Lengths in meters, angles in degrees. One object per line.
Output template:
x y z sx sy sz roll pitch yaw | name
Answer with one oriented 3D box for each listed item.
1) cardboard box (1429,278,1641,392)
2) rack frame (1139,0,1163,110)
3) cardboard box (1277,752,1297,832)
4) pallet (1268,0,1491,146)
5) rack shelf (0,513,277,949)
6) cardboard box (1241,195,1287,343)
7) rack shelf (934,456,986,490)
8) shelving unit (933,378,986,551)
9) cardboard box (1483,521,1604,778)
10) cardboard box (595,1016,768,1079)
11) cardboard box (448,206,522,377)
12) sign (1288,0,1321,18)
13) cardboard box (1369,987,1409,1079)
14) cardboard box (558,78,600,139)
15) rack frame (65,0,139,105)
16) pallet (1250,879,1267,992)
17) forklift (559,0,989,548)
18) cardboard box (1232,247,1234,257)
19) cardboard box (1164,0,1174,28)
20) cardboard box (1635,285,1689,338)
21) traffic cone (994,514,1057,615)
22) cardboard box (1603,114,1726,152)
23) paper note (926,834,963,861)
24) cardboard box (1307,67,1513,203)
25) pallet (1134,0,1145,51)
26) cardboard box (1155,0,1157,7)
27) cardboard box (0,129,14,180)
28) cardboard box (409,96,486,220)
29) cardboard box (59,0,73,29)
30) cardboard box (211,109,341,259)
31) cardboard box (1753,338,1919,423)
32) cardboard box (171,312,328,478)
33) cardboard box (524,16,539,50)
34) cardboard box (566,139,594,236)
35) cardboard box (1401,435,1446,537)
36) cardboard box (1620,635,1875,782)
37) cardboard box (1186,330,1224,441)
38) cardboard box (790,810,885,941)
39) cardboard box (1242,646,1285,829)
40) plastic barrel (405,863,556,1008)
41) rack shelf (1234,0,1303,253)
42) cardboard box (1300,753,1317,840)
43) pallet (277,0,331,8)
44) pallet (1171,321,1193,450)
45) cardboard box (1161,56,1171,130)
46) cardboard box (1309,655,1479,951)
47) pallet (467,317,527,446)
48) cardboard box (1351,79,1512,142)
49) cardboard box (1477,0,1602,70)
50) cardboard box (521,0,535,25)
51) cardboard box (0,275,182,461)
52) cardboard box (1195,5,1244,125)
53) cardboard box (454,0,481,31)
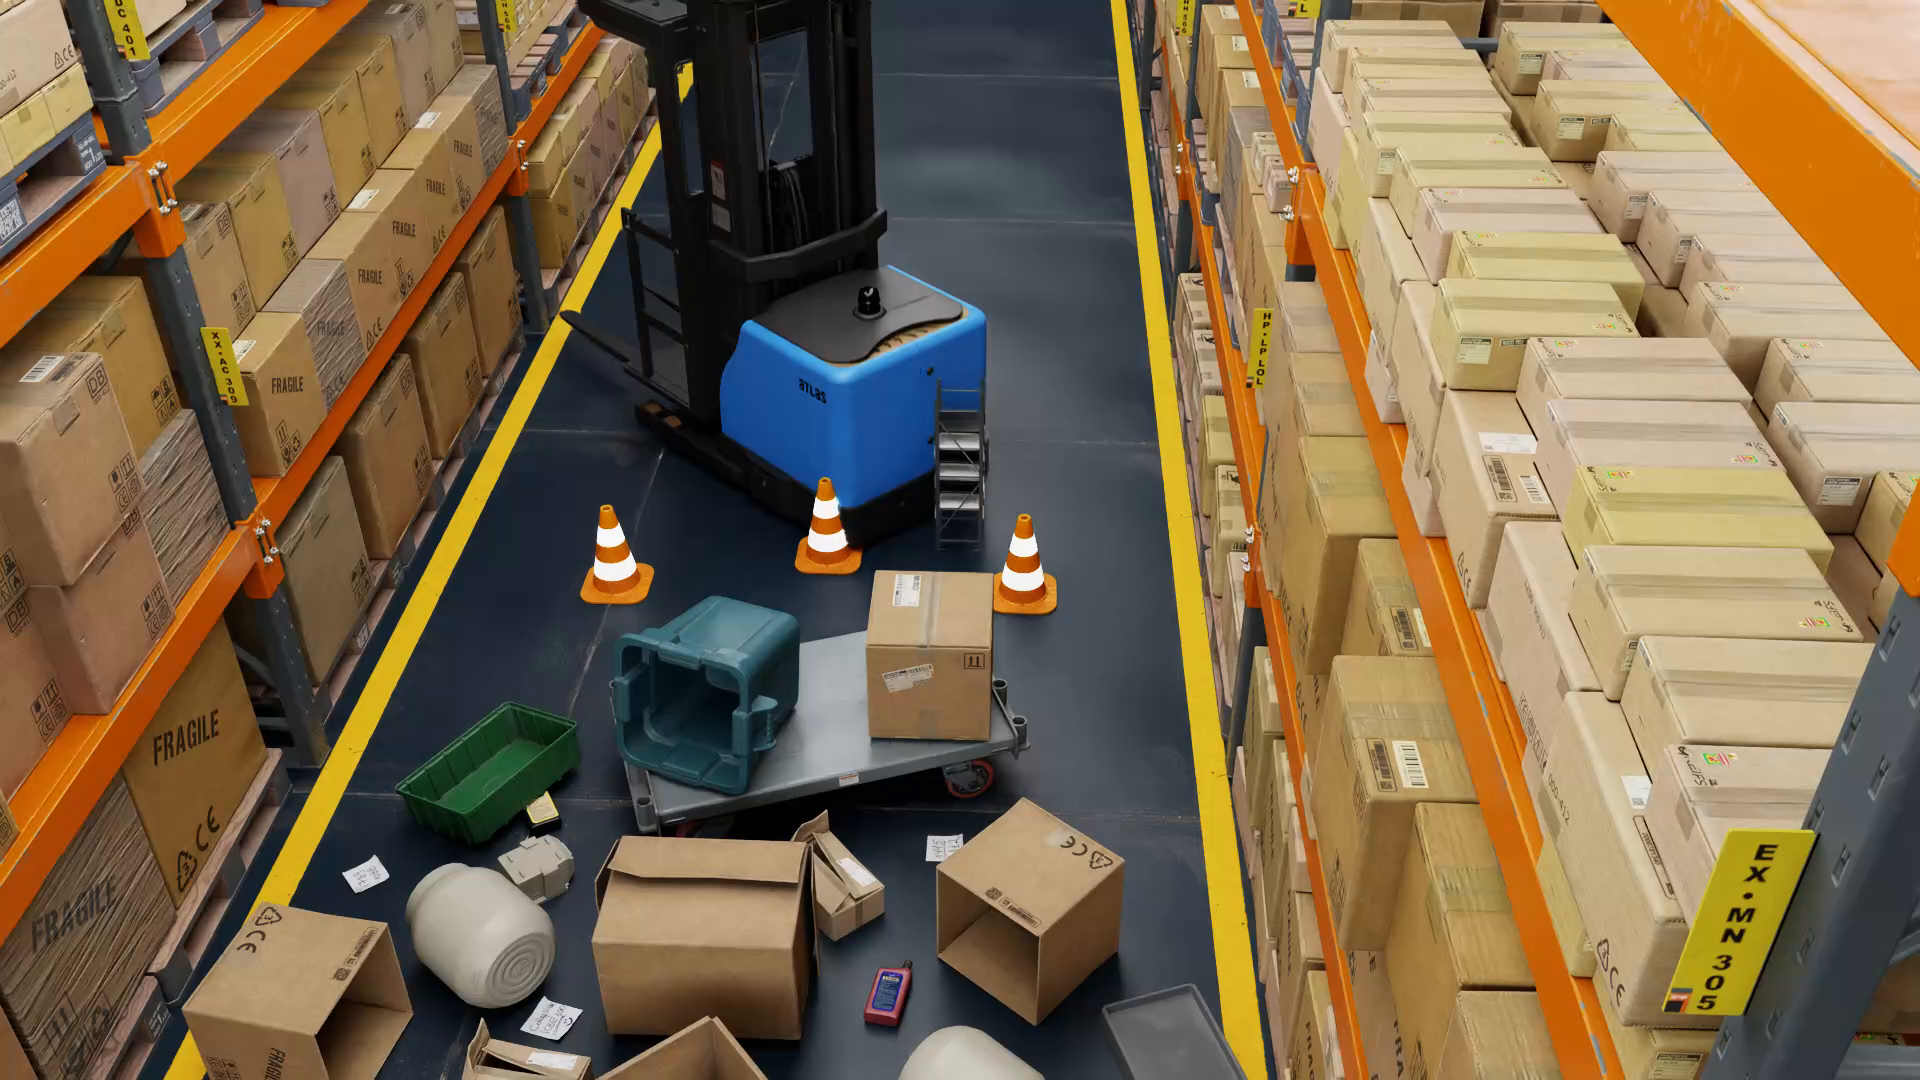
1.249 -0.447 3.640 0.380 0.149 0.250 2 35 3 | cardboard box
1.985 -4.808 12.928 1.000 3.000 0.127 1 35 2 | rack frame
1.286 0.868 5.662 0.380 0.149 0.250 3 35 4 | cardboard box
1.795 -1.714 6.081 1.213 0.211 1.003 1 35 2 | pallet
-3.367 1.175 5.040 1.077 0.370 4.000 1 35 2 | rack shelf
1.471 -1.102 6.944 0.500 0.500 0.500 2 35 2 | cardboard box
0.000 -0.346 8.463 0.258 0.077 0.200 1 35 2 | rack shelf
0.000 -0.373 8.444 0.258 0.900 0.210 1 35 2 | shelving unit
1.289 0.210 3.052 0.500 0.250 0.500 1 35 1 | cardboard box
-0.956 2.040 5.355 0.797 0.503 0.637 -24 42 -30 | cardboard box
-3.240 -1.470 9.770 1.050 0.750 0.750 1 35 1 | cardboard box
1.109 -1.822 5.279 0.100 0.325 0.005 1 35 2 | sign
1.274 1.318 3.866 0.500 0.500 0.500 1 35 2 | cardboard box
-2.803 -2.988 11.495 0.500 0.250 0.500 2 35 2 | cardboard box
-3.287 -2.723 4.743 1.000 3.000 0.127 1 35 2 | rack frame
1.672 1.316 6.640 1.003 0.211 1.213 1 35 2 | pallet
-1.216 -1.918 8.875 1.130 2.935 3.031 -28 44 -34 | forklift
1.512 -1.469 8.031 0.380 0.149 0.250 2 35 3 | cardboard box
1.607 -3.527 10.801 0.500 0.250 0.500 0 35 1 | cardboard box
1.855 -0.364 3.868 0.500 0.250 0.500 2 35 3 | cardboard box
0.314 0.081 8.178 0.336 0.463 0.334 1 35 2 | traffic cone
1.956 -1.025 4.461 0.380 0.149 0.250 2 35 3 | cardboard box
-0.062 1.268 6.865 0.148 0.019 0.142 1 35 2 | paper note
1.372 -1.253 5.133 0.500 0.250 0.500 1 35 1 | cardboard box
2.140 -4.805 15.349 1.003 0.211 1.213 1 35 2 | pallet
1.648 -3.909 11.779 0.500 0.250 0.500 1 35 2 | cardboard box
-3.001 -1.095 4.803 0.380 0.149 0.250 2 35 3 | cardboard box
-2.897 -2.056 8.925 0.500 0.500 0.500 1 35 2 | cardboard box
-3.418 -2.056 6.082 0.500 0.250 0.500 2 35 2 | cardboard box
-3.233 -1.589 7.392 0.700 0.500 0.500 2 35 2 | cardboard box
1.878 -0.287 3.411 0.380 0.149 0.250 2 35 3 | cardboard box
-2.997 -0.605 6.861 0.500 0.500 0.500 2 35 2 | cardboard box
-2.885 -3.197 10.489 0.380 0.149 0.250 3 35 4 | cardboard box
-2.826 -2.405 11.317 0.500 0.500 0.500 2 35 2 | cardboard box
1.255 -0.133 3.886 0.380 0.149 0.250 1 35 1 | cardboard box
1.270 0.287 2.595 0.380 0.149 0.250 2 35 3 | cardboard box
1.770 -0.858 9.228 0.950 0.372 0.625 1 35 1 | cardboard box
-0.514 1.325 6.579 0.258 0.266 0.396 -24 42 -30 | cardboard box
1.370 0.767 6.369 0.500 0.500 0.500 3 35 4 | cardboard box
-1.799 1.473 6.231 0.512 0.421 0.421 28 44 33 | plastic barrel
1.744 -2.294 7.368 1.077 0.370 4.000 1 35 2 | rack shelf
1.270 0.799 5.168 0.380 0.149 0.250 1 35 2 | cardboard box
-3.141 -2.702 7.488 1.003 0.211 1.213 3 35 4 | pallet
1.791 -0.920 9.821 1.003 0.211 1.213 1 35 2 | pallet
2.040 -3.753 12.909 0.875 0.875 0.875 2 35 3 | cardboard box
1.251 0.630 3.975 0.700 0.500 0.500 1 35 1 | cardboard box
-3.233 -0.974 9.898 1.003 0.211 1.213 1 35 2 | pallet
1.324 -1.188 4.693 0.380 0.149 0.250 0 35 0 | cardboard box
2.088 -1.876 5.913 0.500 0.250 0.500 0 35 1 | cardboard box
-2.890 -3.339 10.433 0.380 0.149 0.250 0 35 0 | cardboard box
-3.336 -0.560 5.814 0.875 0.550 0.550 1 35 2 | cardboard box
1.575 -2.591 9.063 0.500 0.500 0.500 0 35 1 | cardboard box
-2.914 -3.142 9.894 0.380 0.149 0.250 1 35 2 | cardboard box
